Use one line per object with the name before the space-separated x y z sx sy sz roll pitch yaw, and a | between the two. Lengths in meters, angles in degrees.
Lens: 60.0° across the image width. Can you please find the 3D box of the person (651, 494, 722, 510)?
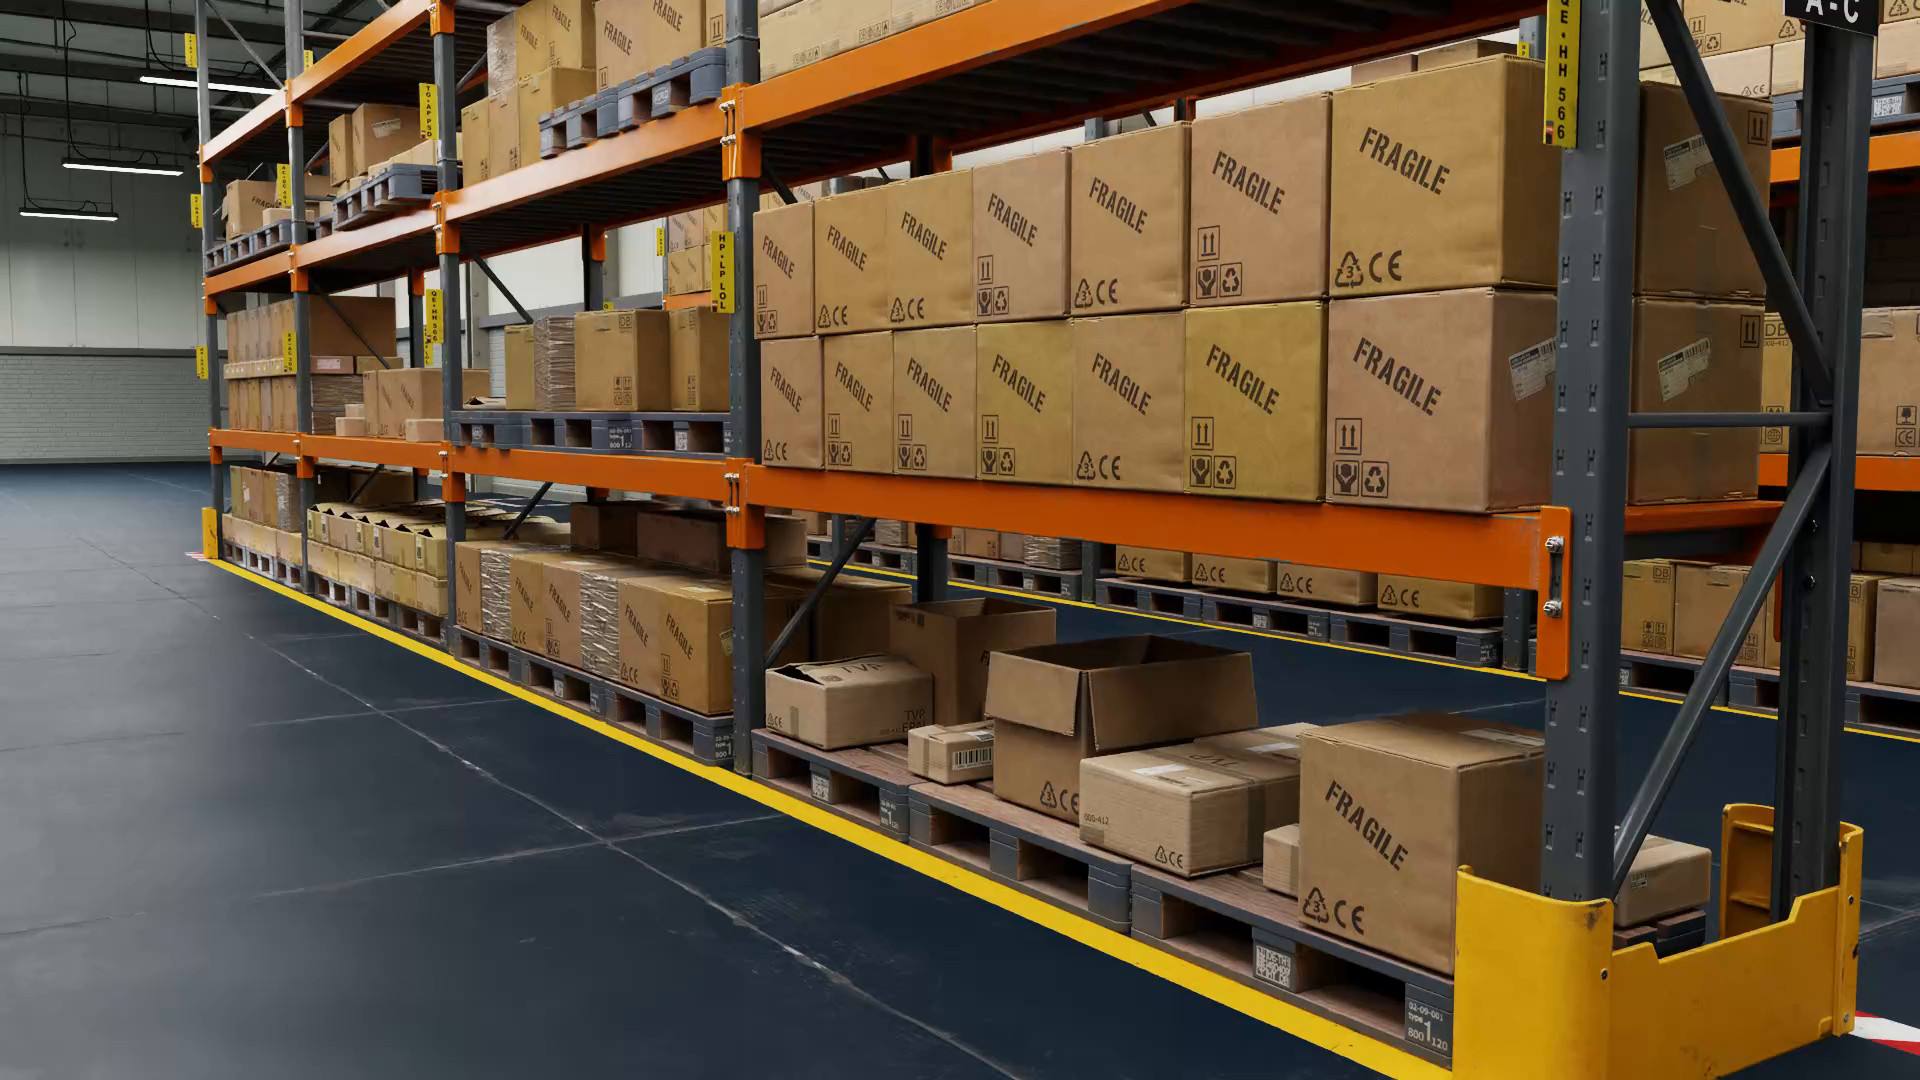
person | -2.003 -0.342 12.191 0.569 1.755 0.601 -3 5 -31
